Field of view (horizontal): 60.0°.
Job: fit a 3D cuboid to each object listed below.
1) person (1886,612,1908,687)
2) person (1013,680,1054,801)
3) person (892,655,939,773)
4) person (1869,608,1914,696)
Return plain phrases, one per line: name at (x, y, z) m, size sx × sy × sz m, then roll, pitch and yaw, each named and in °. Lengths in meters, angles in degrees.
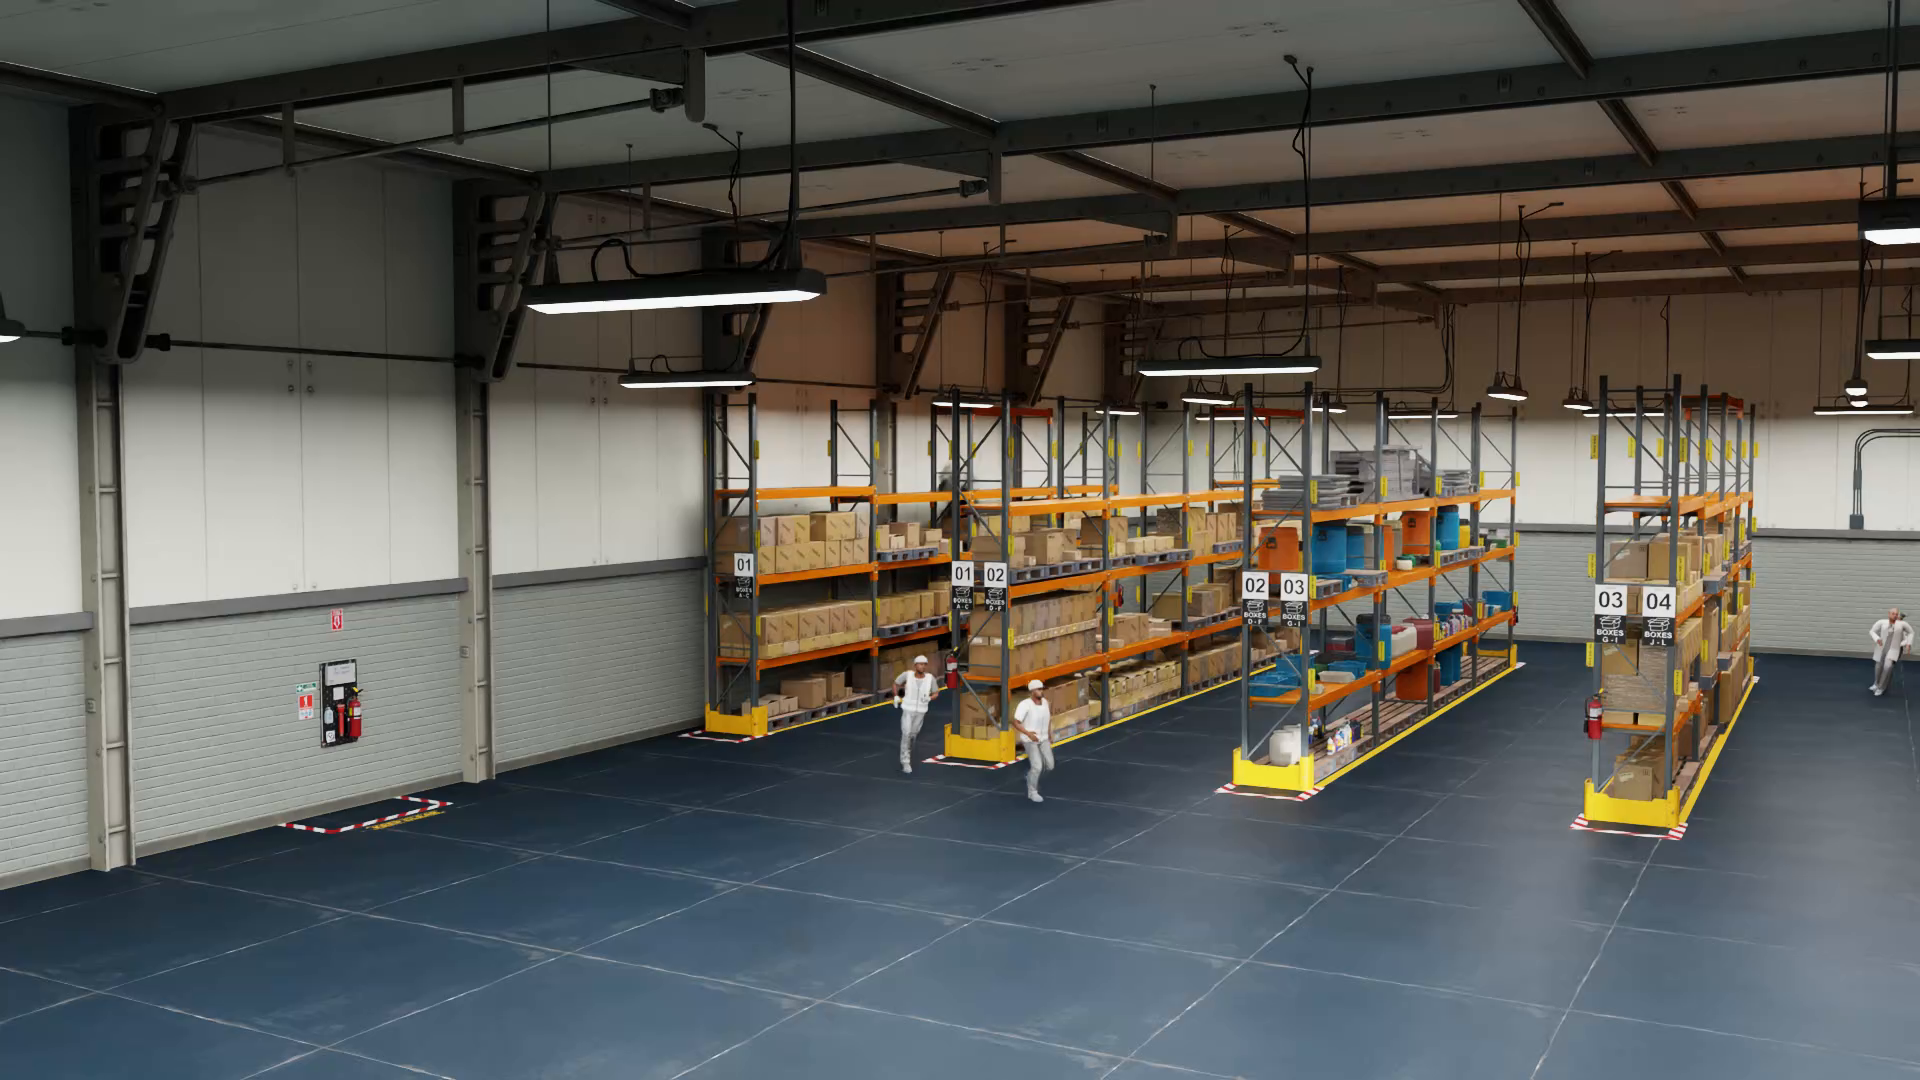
person at (19.534, 2.306, 34.830) m, size 0.546 × 1.625 × 0.648 m, roll -2°, pitch 4°, yaw -36°
person at (1.070, 2.856, 23.778) m, size 0.711 × 1.732 × 0.573 m, roll -2°, pitch 4°, yaw -38°
person at (-0.688, 2.694, 26.182) m, size 0.710 × 1.767 × 0.956 m, roll -1°, pitch 3°, yaw -15°
person at (19.042, 2.299, 34.024) m, size 0.775 × 1.814 × 0.800 m, roll 3°, pitch 4°, yaw 39°
